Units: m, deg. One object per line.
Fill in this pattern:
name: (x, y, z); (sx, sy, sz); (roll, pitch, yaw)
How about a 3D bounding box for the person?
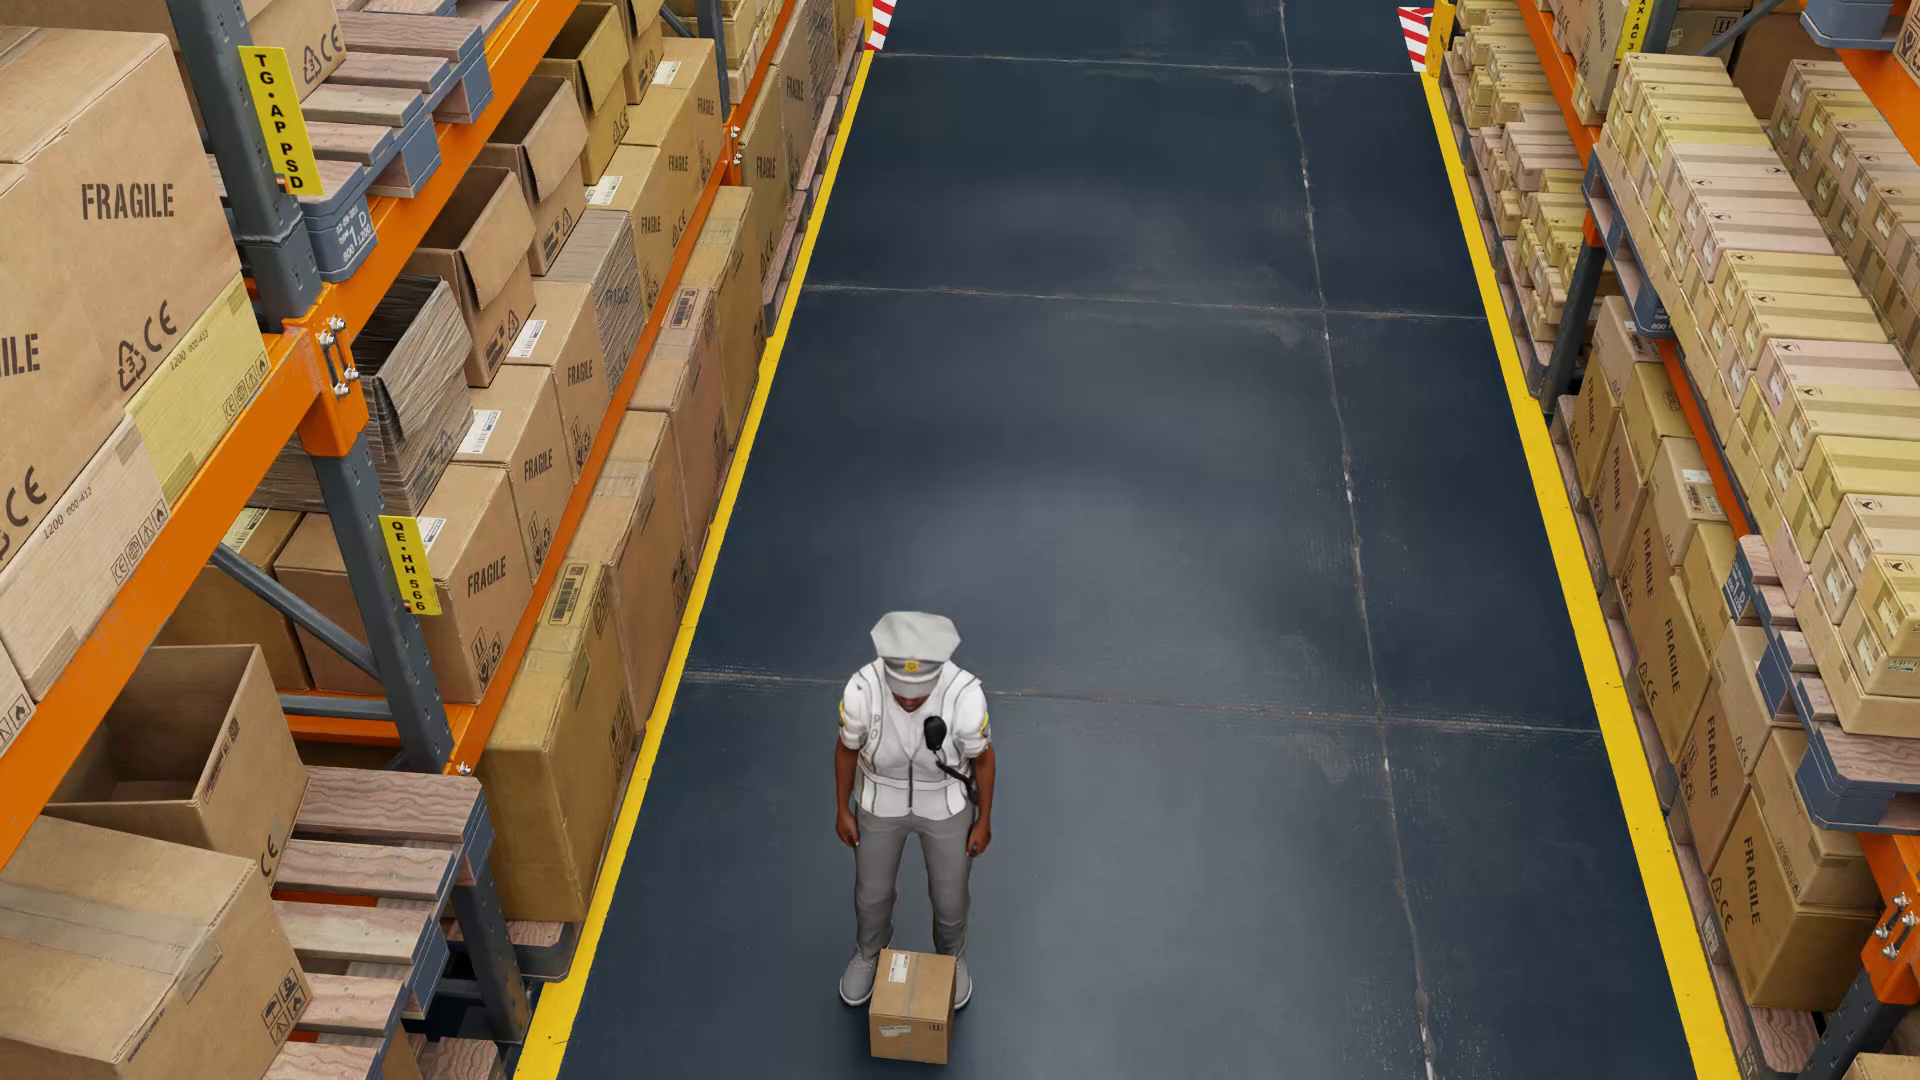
person: (-0.147, 0.839, 5.167); (0.506, 1.660, 0.393); (3, 40, 4)
